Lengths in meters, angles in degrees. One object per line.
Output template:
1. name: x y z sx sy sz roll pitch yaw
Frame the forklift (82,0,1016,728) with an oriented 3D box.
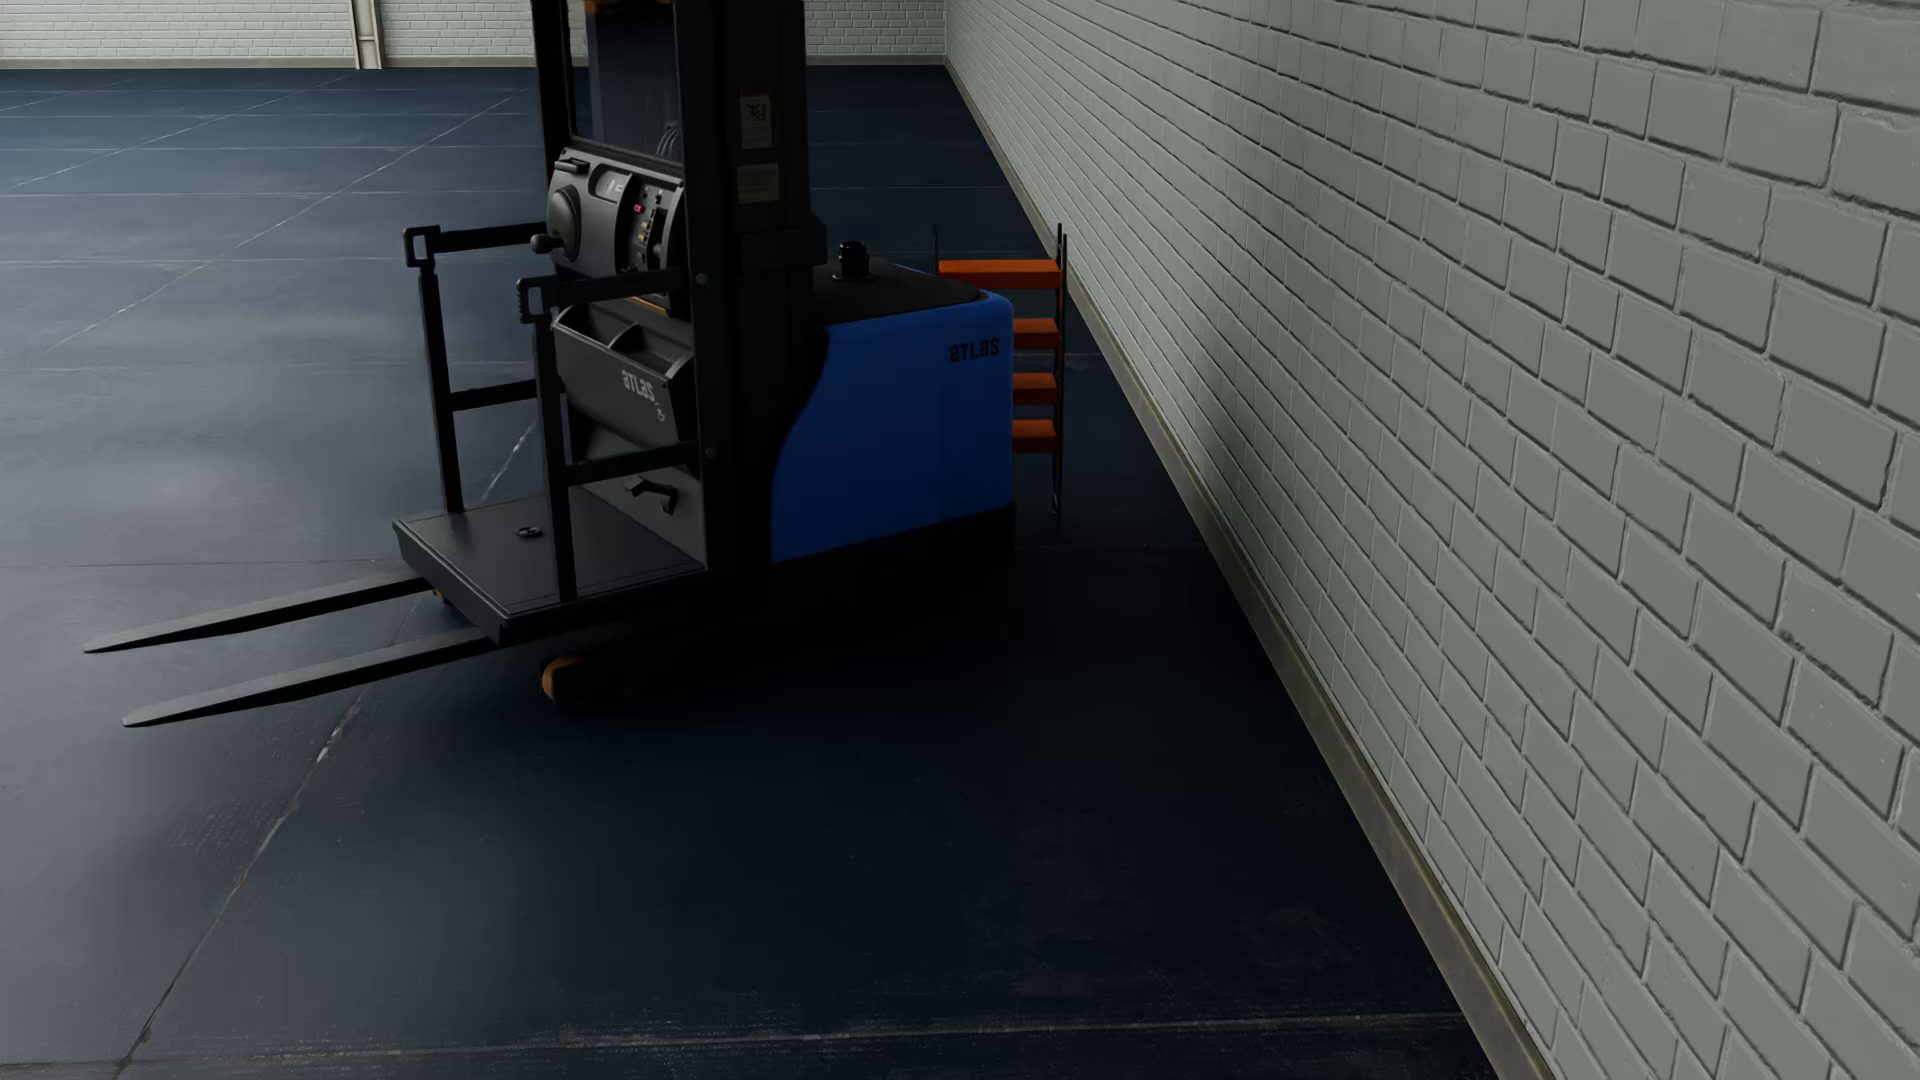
1. forklift: -1.289 -1.052 5.266 3.031 2.935 1.130 -14 25 -33

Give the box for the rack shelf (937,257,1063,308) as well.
1. rack shelf: 0.150 -1.002 6.462 0.480 0.148 0.258 -1 21 -2

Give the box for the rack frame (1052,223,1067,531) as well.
1. rack frame: 0.394 -0.638 6.610 0.015 1.200 0.240 -1 21 -2

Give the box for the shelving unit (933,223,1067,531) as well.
1. shelving unit: 0.150 -0.635 6.602 0.503 1.200 0.258 -1 21 -2

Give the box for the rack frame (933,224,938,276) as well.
1. rack frame: -0.094 -0.632 6.594 0.015 1.200 0.240 -1 21 -2

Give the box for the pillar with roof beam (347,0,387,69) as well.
1. pillar with roof beam: -8.953 -10.053 20.379 0.400 9.000 9.100 -1 21 -3

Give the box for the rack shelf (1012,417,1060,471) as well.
1. rack shelf: 0.150 -0.386 6.696 0.480 0.148 0.258 -1 21 -2

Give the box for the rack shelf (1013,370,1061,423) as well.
1. rack shelf: 0.150 -0.572 6.626 0.480 0.148 0.258 -1 21 -2

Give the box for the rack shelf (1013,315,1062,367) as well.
1. rack shelf: 0.150 -0.781 6.546 0.480 0.148 0.258 -1 21 -2
